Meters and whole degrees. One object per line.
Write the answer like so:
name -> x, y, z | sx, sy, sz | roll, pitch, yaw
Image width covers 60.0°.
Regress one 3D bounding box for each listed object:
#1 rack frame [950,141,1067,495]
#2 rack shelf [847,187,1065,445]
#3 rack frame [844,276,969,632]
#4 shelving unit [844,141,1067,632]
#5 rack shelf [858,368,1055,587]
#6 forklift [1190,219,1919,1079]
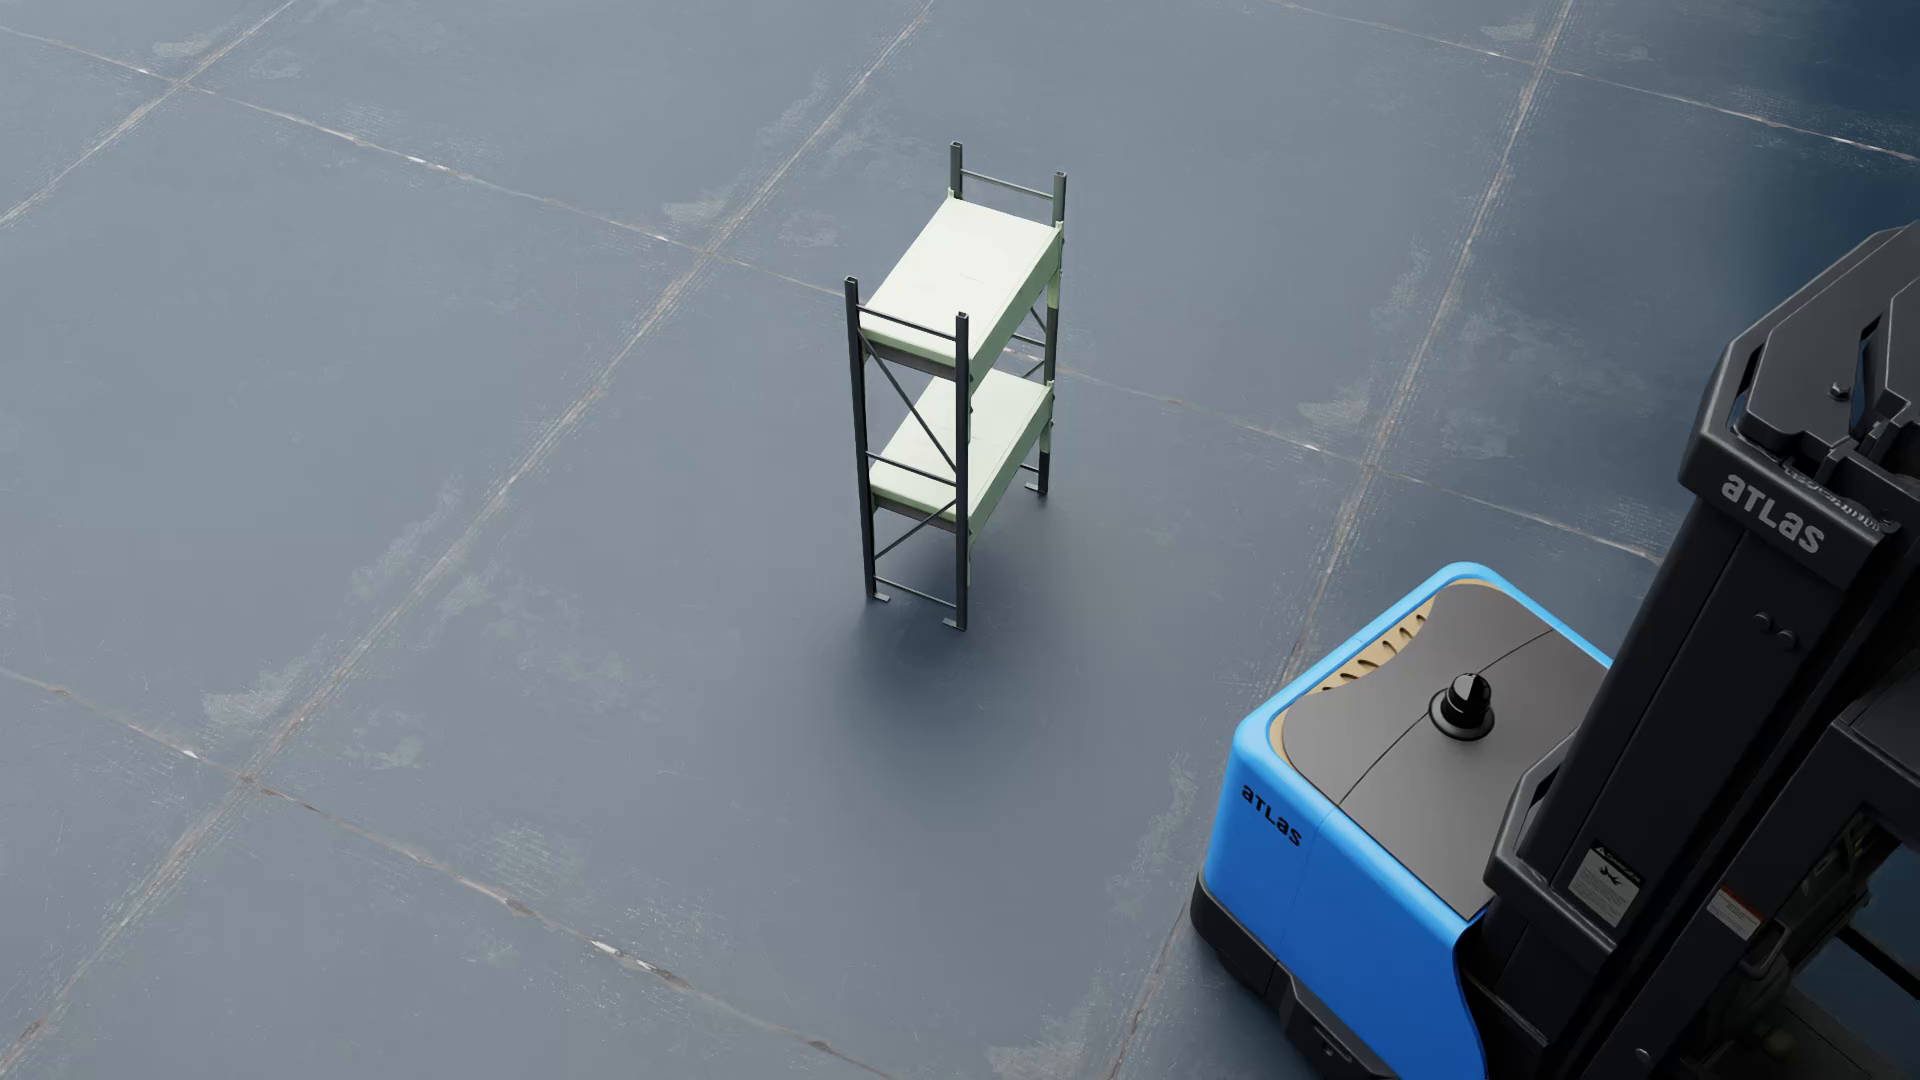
rack frame -> 0.154, -0.733, 5.889 | 0.400, 1.500, 0.023 | 20, 52, 16
rack shelf -> -0.003, -0.734, 5.378 | 0.431, 0.370, 0.720 | 20, 52, 16
rack frame -> -0.159, -0.229, 5.460 | 0.400, 1.500, 0.023 | 20, 52, 16
shelving unit -> -0.003, -0.481, 5.675 | 0.431, 1.500, 0.755 | 20, 52, 16
rack shelf -> -0.003, -0.270, 5.923 | 0.431, 0.370, 0.720 | 20, 52, 16
forklift -> 2.041, 0.883, 3.574 | 1.130, 2.935, 3.031 | -32, 57, -24
